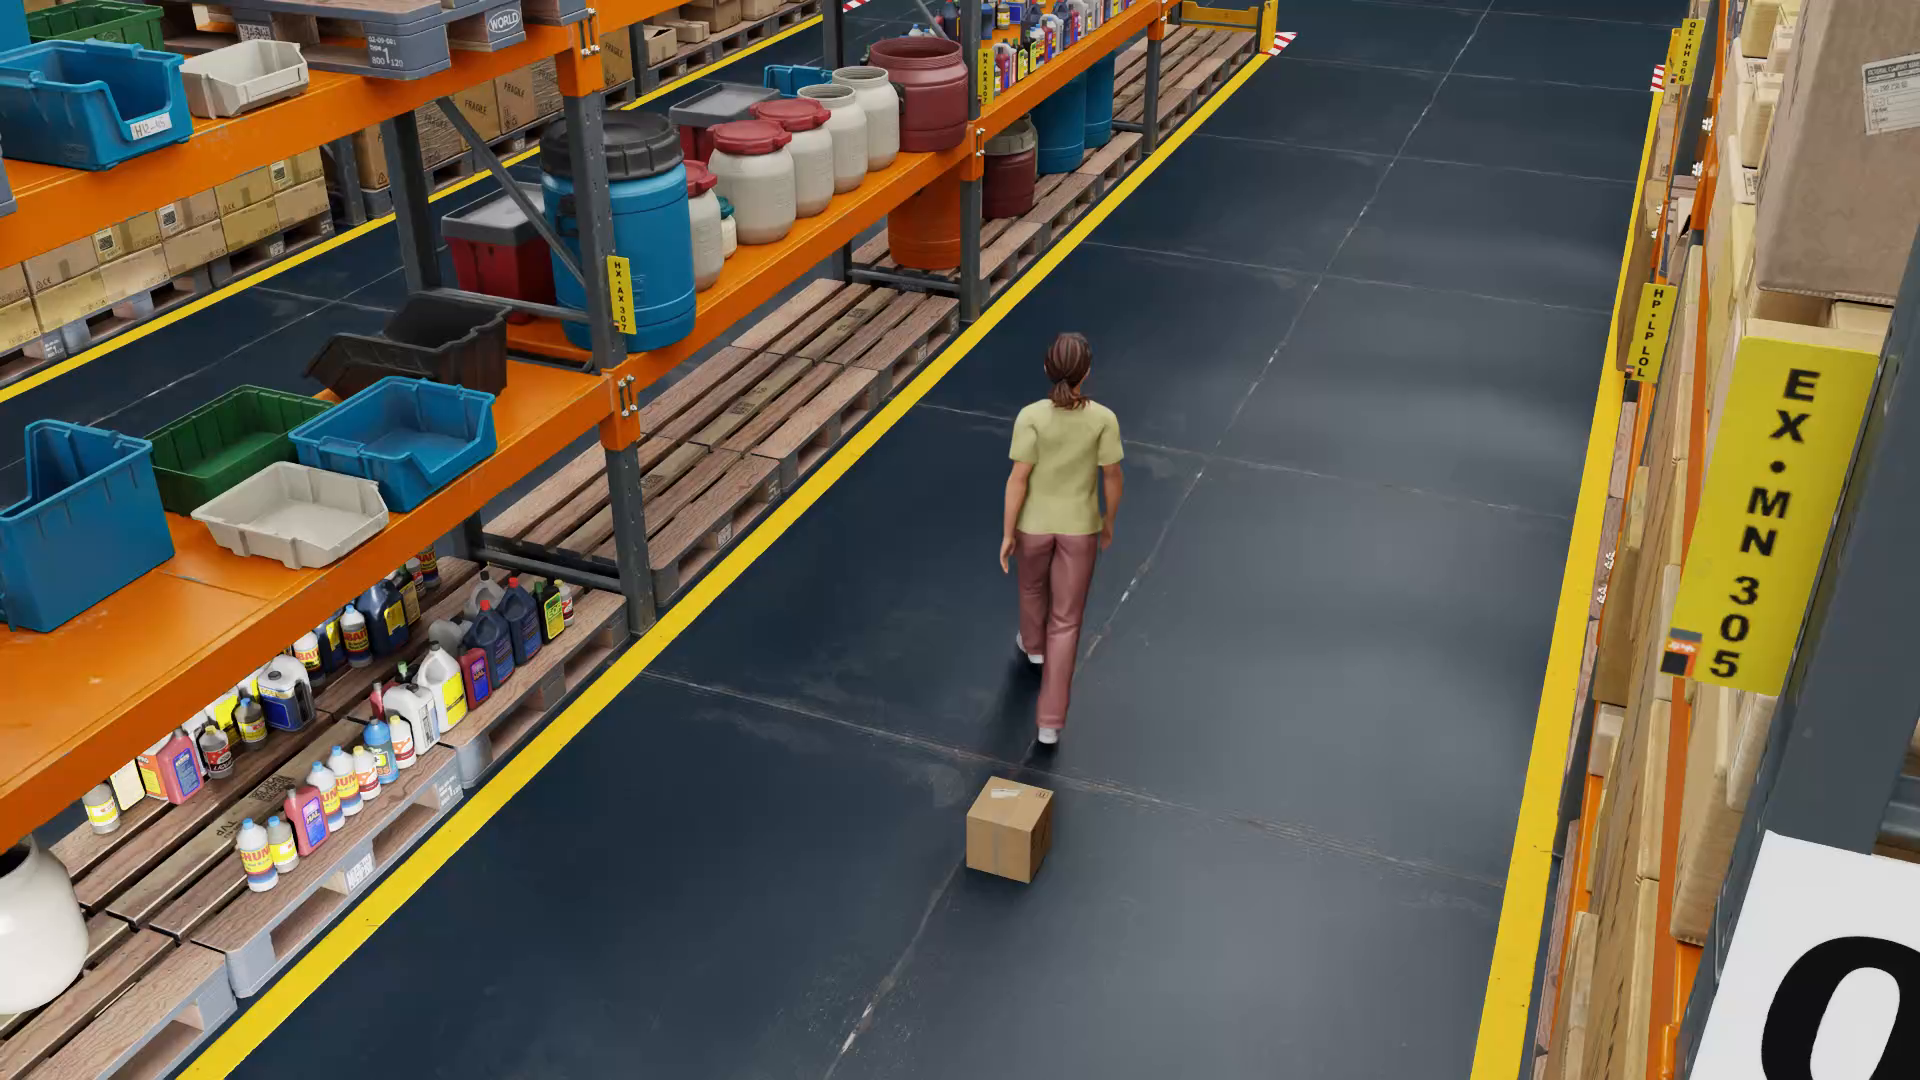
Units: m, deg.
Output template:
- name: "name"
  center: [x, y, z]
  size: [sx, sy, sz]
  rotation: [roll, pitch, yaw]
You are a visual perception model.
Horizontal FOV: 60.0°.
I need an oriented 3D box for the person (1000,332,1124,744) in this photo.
- name: "person"
  center: [0.416, -0.060, 6.738]
  size: [0.470, 1.640, 0.872]
  rotation: [3, 30, 6]
